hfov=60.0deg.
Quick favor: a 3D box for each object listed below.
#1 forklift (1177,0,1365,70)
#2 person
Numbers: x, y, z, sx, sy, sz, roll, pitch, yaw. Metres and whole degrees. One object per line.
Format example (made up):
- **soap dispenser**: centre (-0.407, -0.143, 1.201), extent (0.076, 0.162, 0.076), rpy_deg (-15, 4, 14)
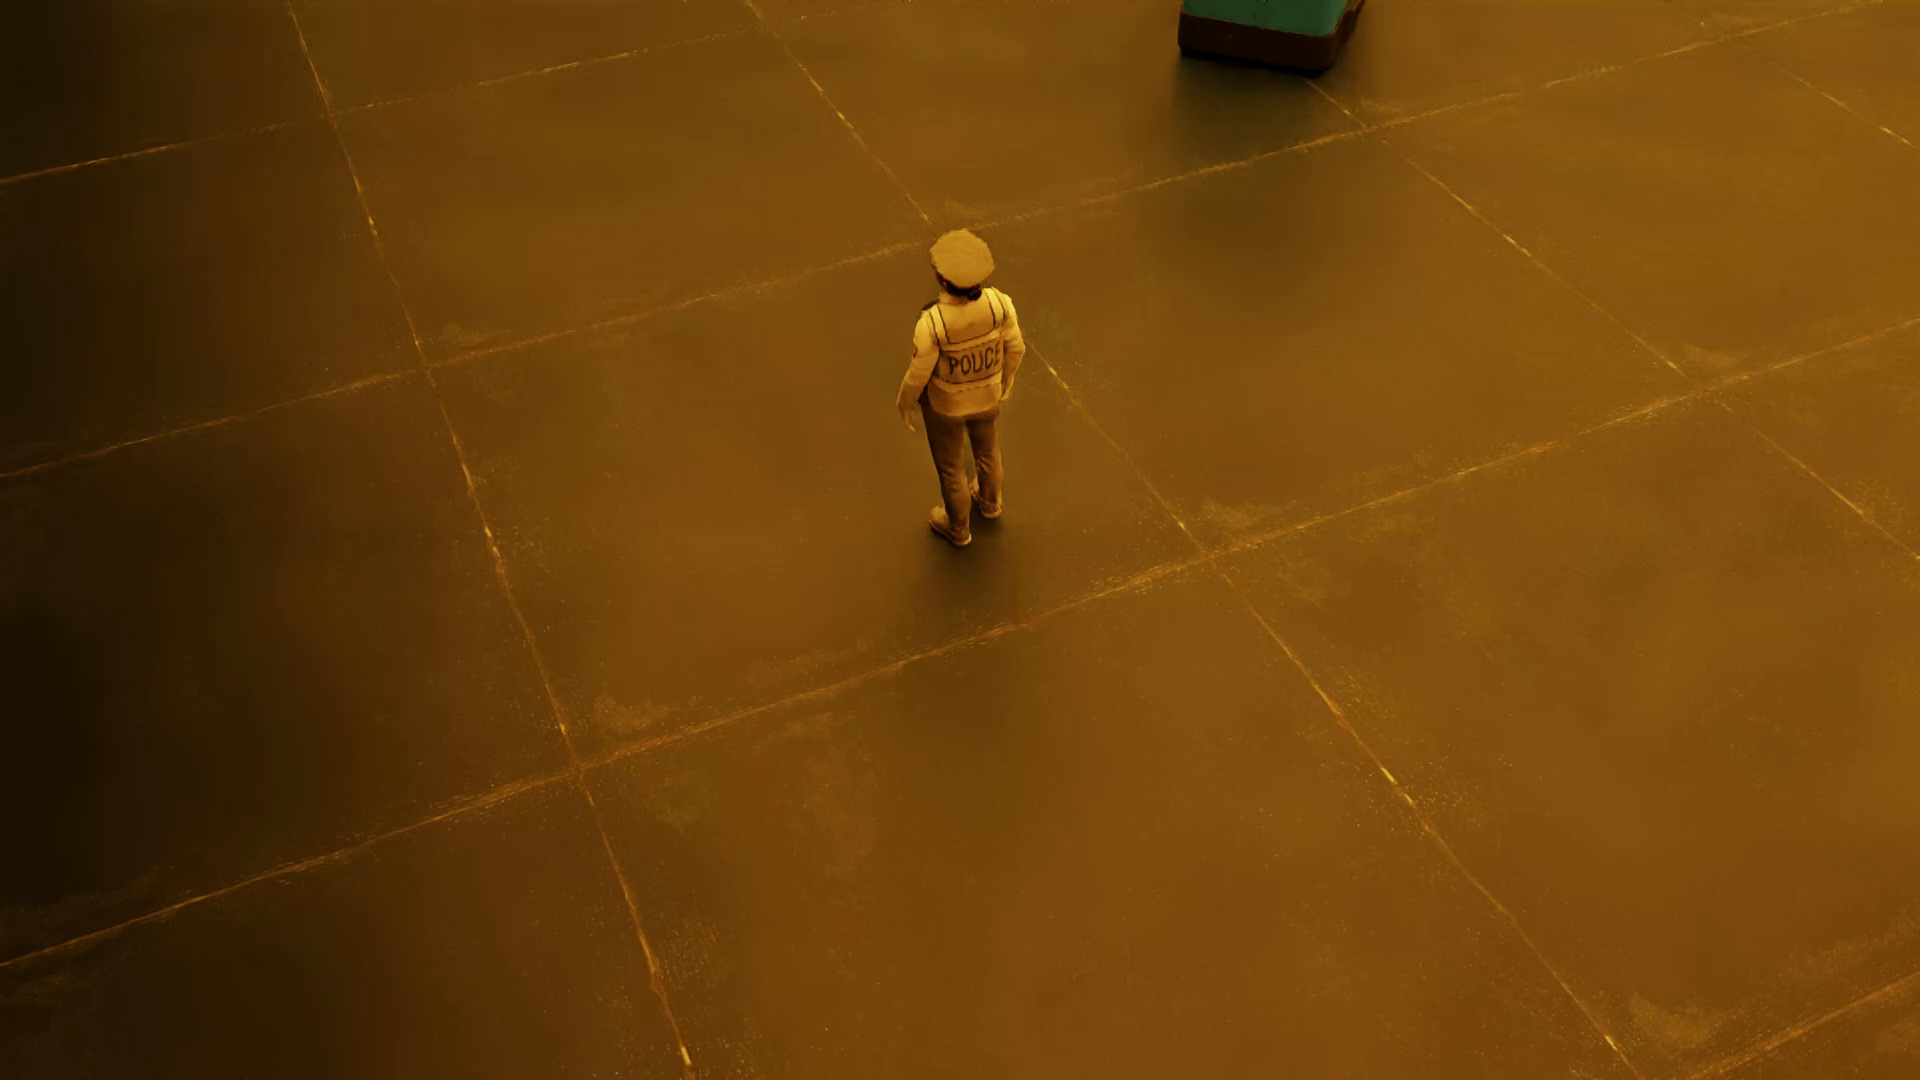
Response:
- **forklift**: centre (2.494, -5.216, 11.269), extent (1.130, 2.935, 3.031), rpy_deg (15, 45, 15)
- **person**: centre (-0.022, -0.669, 7.292), extent (0.586, 1.695, 0.532), rpy_deg (-18, 46, -18)
